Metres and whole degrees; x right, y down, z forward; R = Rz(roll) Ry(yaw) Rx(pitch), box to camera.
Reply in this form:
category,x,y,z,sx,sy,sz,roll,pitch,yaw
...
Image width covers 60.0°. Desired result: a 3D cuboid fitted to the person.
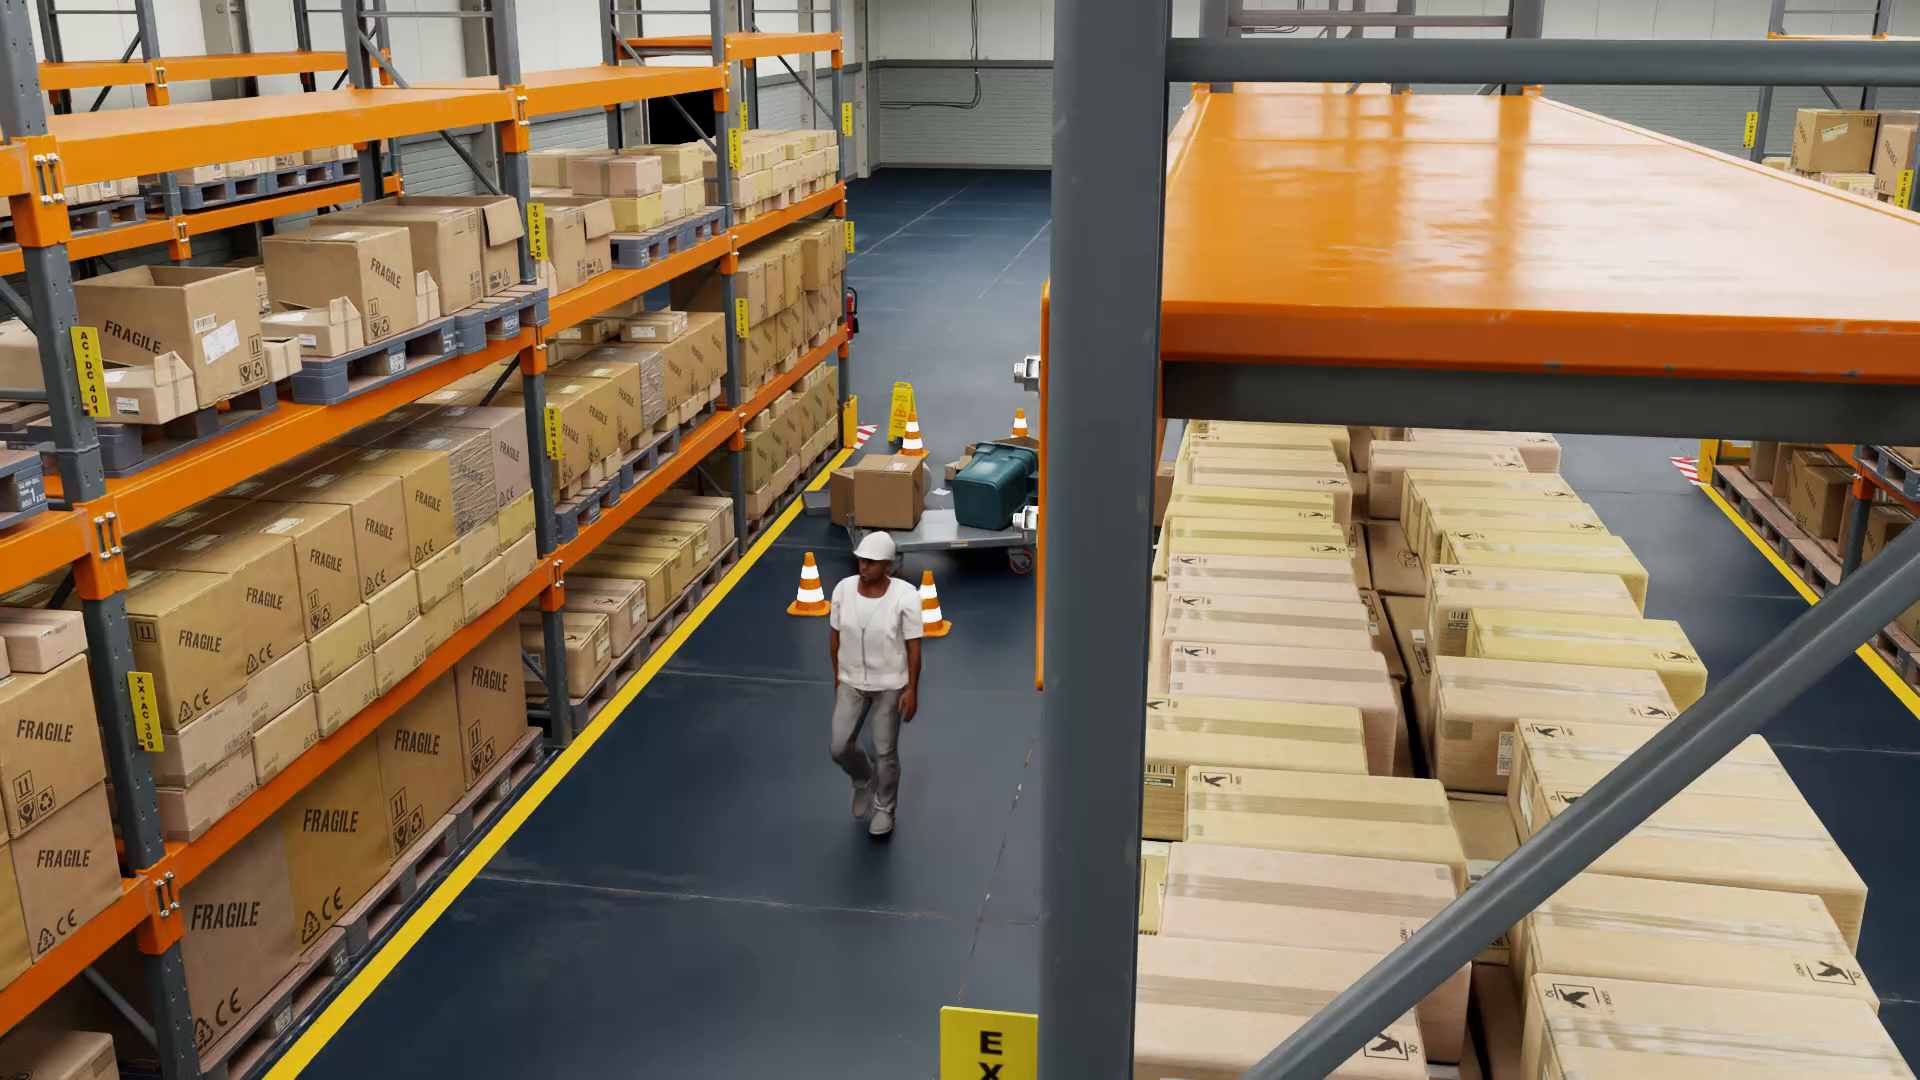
category,x,y,z,sx,sy,sz,roll,pitch,yaw
person,-0.494,0.814,9.404,0.566,1.771,0.470,5,18,15
